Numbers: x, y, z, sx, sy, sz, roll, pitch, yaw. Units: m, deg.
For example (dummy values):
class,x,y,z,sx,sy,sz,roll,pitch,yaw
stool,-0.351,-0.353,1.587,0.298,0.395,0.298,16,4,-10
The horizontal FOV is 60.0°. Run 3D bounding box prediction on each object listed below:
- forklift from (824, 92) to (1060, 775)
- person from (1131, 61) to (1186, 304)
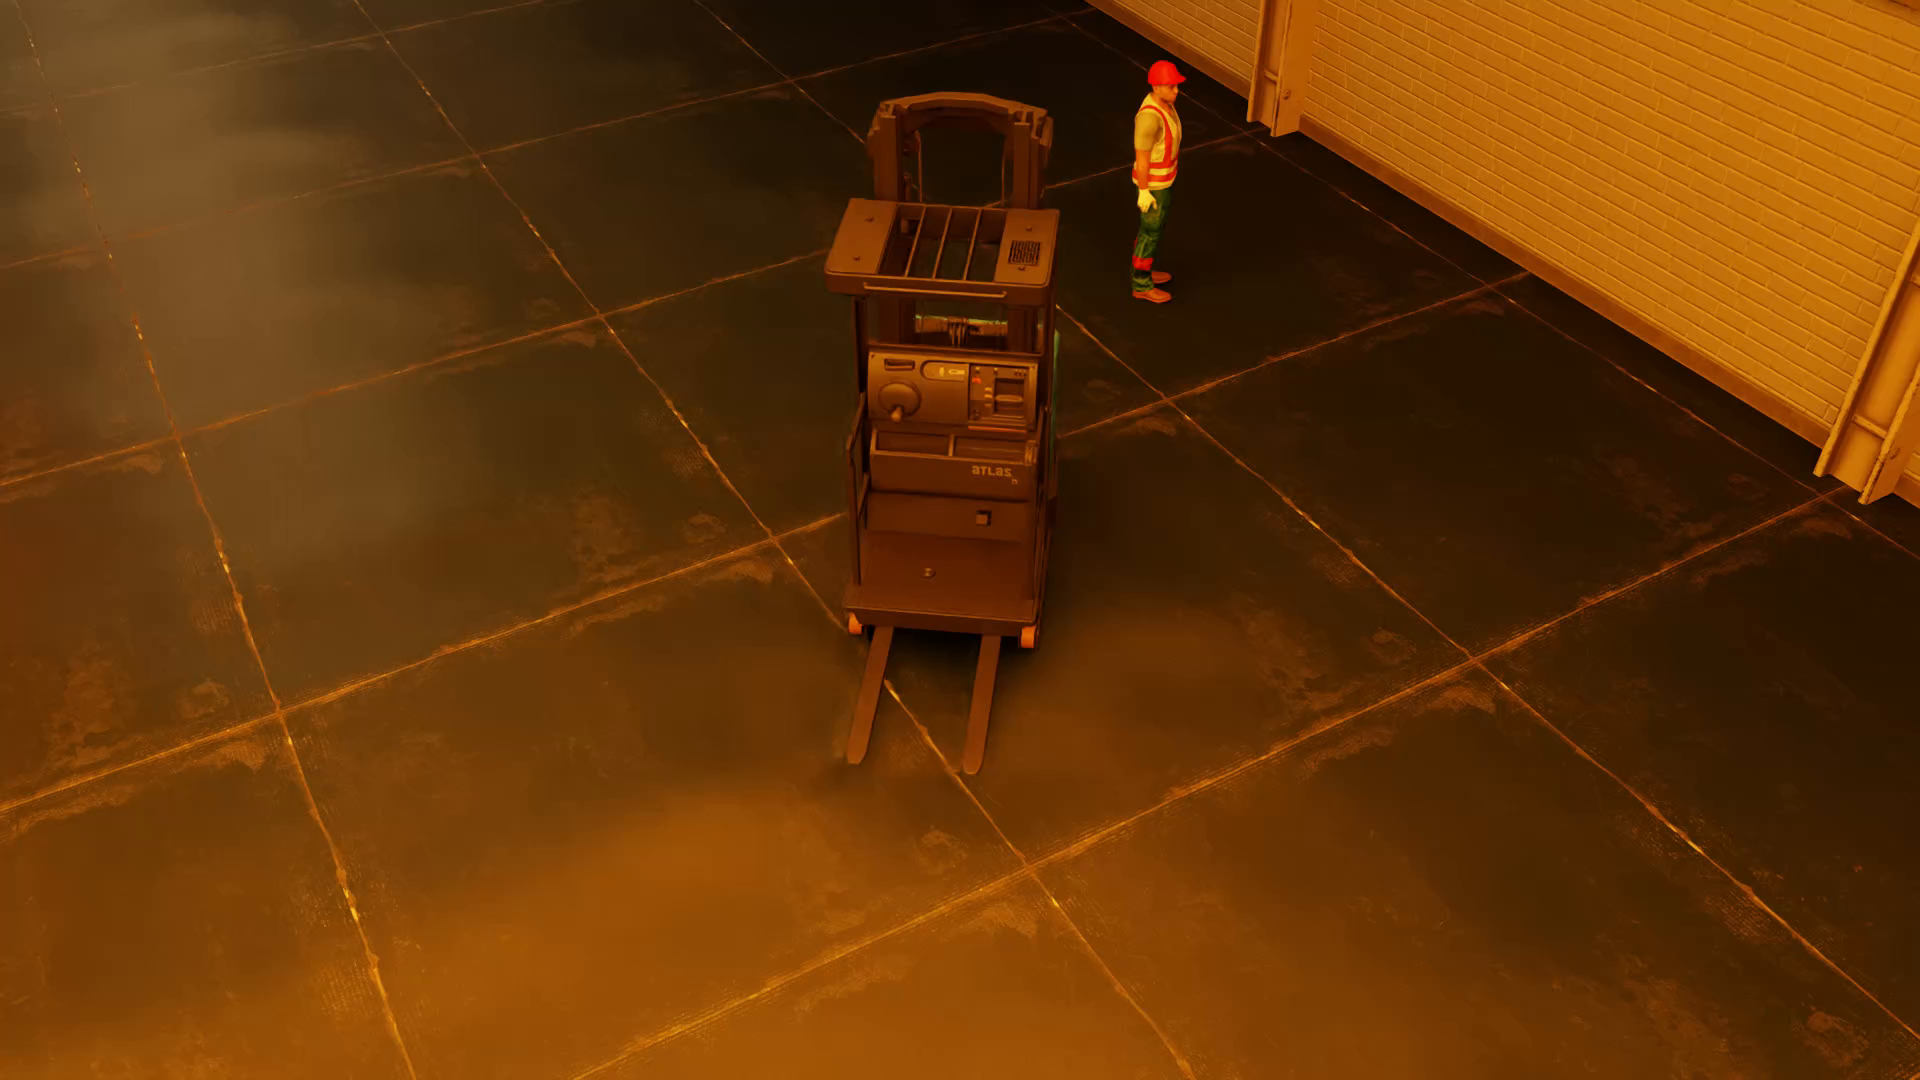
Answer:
class,x,y,z,sx,sy,sz,roll,pitch,yaw
forklift,-0.065,-0.739,8.928,1.130,2.935,3.031,4,40,5
person,1.445,-2.607,12.076,0.383,1.794,0.626,10,41,12
